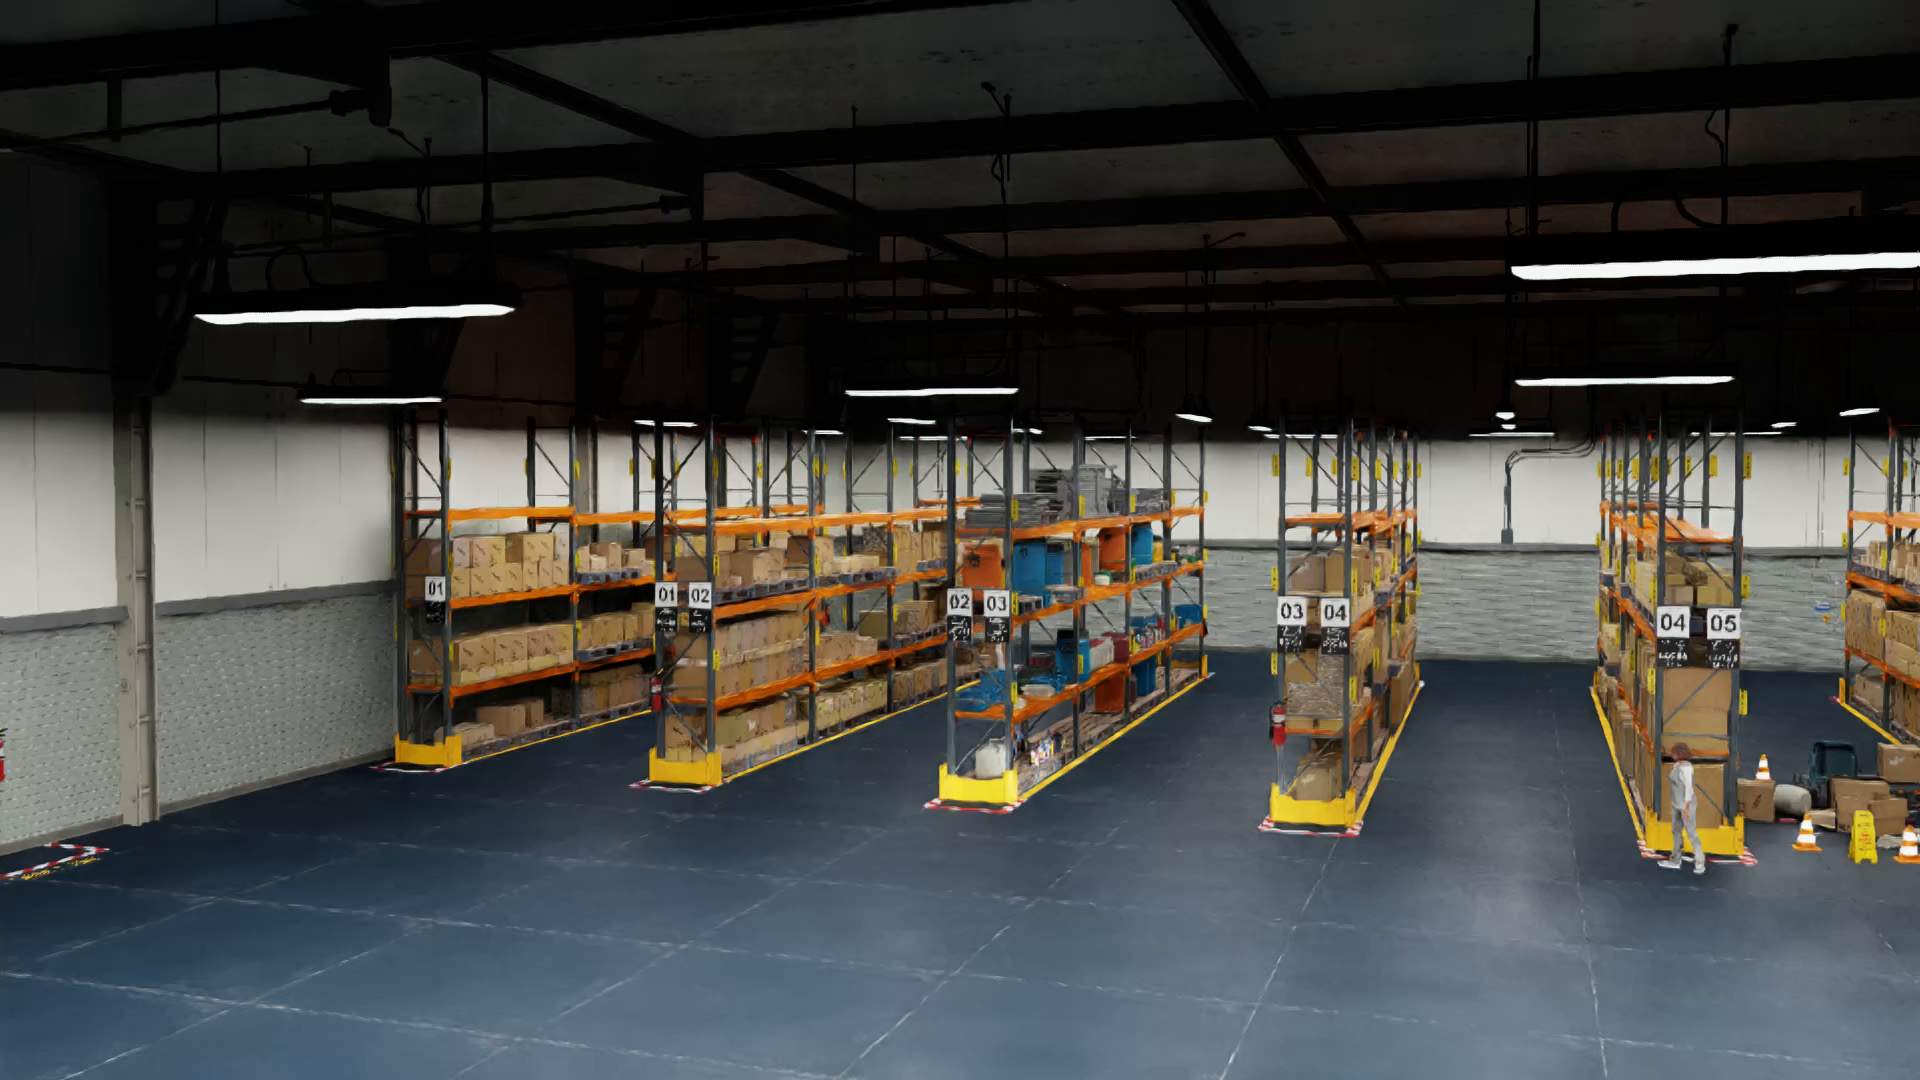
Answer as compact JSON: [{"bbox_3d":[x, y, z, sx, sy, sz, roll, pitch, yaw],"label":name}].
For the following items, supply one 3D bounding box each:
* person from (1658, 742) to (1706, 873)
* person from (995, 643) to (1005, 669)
[{"bbox_3d":[9.006,3.315,20.673,0.480,1.594,0.535,0,2,6],"label":"person"},{"bbox_3d":[1.011,2.559,37.330,0.463,1.671,0.552,0,2,2],"label":"person"}]
